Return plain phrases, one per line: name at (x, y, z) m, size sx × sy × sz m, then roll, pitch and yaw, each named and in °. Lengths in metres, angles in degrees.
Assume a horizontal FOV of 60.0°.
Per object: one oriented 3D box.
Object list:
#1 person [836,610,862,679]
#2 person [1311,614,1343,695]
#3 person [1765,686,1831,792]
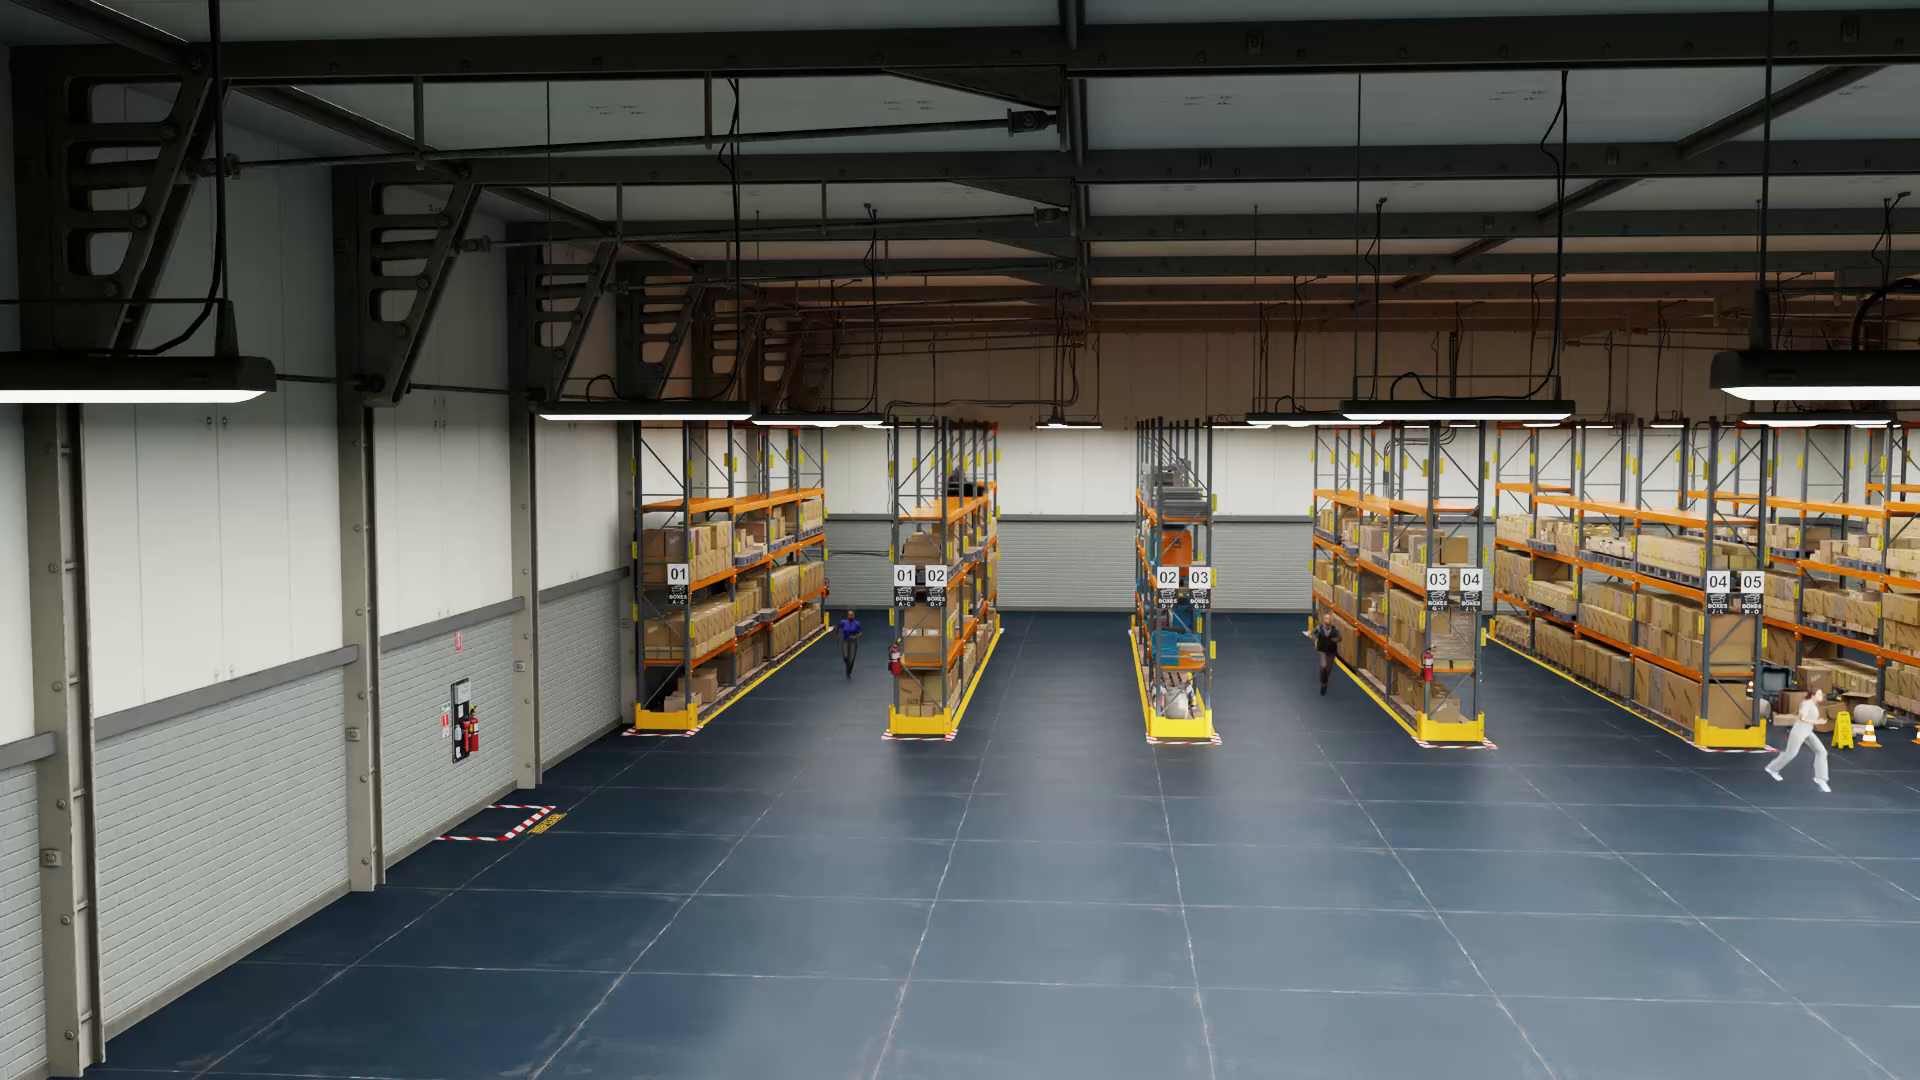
person at (-2.572, 2.426, 38.363) m, size 0.616 × 1.591 × 0.654 m, roll 0°, pitch 4°, yaw -1°
person at (8.043, 2.451, 36.462) m, size 0.634 × 1.673 × 0.817 m, roll 0°, pitch 4°, yaw -2°
person at (13.491, 3.161, 26.745) m, size 0.567 × 1.671 × 1.012 m, roll -3°, pitch 5°, yaw -40°
